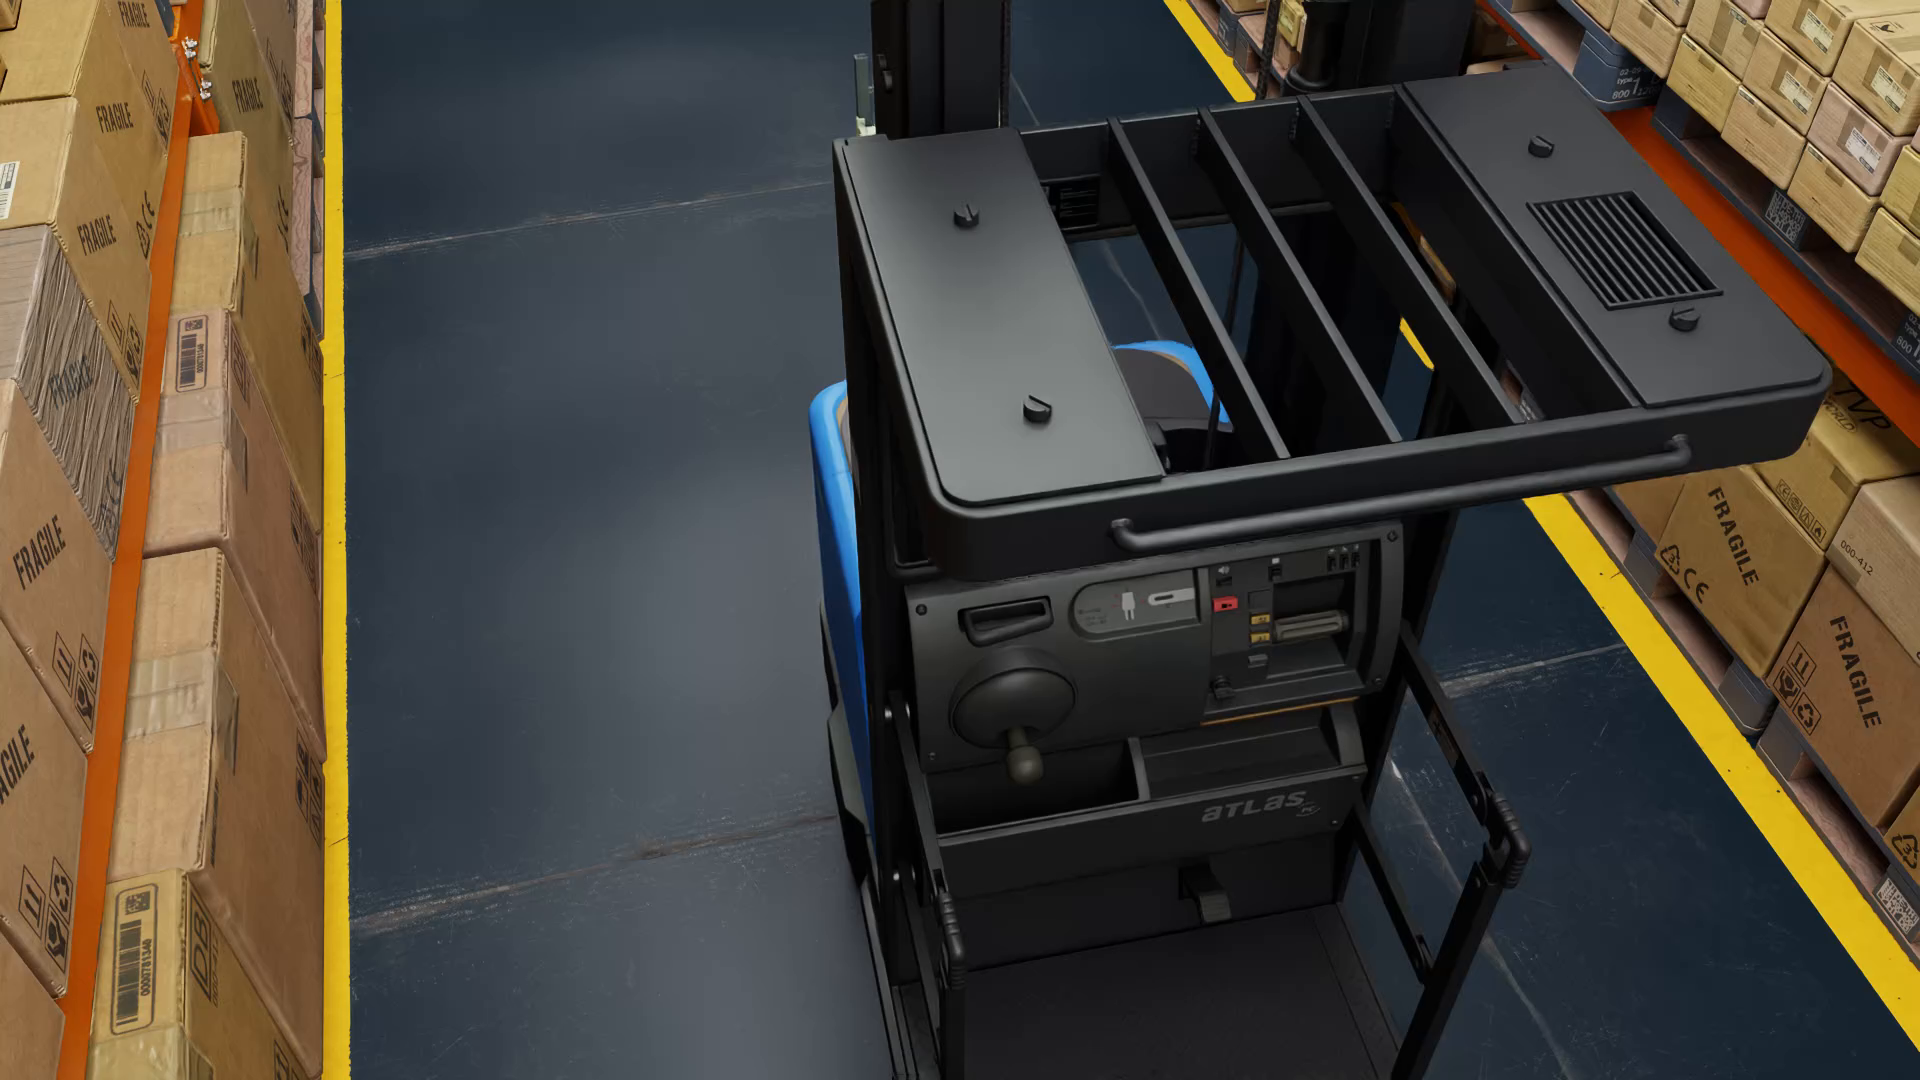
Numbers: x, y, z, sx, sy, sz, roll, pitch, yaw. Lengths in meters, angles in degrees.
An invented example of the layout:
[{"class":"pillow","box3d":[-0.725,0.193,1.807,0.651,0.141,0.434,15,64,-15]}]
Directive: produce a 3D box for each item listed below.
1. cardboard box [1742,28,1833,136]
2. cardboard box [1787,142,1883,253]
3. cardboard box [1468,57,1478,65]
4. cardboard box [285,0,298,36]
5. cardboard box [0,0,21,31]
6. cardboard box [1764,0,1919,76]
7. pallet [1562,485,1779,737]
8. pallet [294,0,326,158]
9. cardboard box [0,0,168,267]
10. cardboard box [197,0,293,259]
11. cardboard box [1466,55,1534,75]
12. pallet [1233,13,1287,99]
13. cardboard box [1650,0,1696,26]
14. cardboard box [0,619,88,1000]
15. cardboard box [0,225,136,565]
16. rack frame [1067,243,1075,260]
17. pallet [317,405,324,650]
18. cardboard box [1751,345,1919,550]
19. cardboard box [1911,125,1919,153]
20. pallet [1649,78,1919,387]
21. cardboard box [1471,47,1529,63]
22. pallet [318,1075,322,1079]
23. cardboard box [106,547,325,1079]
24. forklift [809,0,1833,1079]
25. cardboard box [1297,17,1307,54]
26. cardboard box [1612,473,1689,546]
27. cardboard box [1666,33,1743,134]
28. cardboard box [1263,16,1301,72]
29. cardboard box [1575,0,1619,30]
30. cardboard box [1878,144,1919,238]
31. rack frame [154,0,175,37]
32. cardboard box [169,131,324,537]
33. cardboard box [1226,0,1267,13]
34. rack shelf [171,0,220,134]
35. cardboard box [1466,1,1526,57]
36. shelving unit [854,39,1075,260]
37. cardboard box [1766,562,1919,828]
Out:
[{"class":"cardboard box","box3d":[2.093,-1.101,3.903,0.380,0.149,0.250,-12,47,-11]},{"class":"cardboard box","box3d":[2.165,-0.814,3.830,0.380,0.149,0.250,-9,46,-9]},{"class":"cardboard box","box3d":[2.252,-1.833,6.648,0.380,0.149,0.250,-13,47,-12]},{"class":"cardboard box","box3d":[-3.336,-2.646,6.937,0.875,0.875,0.875,-11,47,-10]},{"class":"cardboard box","box3d":[-2.615,-1.483,3.831,0.797,0.503,0.637,-12,47,-11]},{"class":"cardboard box","box3d":[2.095,-1.207,3.798,0.380,0.149,0.250,-9,46,-9]},{"class":"pallet","box3d":[2.551,-0.017,5.118,1.003,0.211,1.213,-11,47,-10]},{"class":"pallet","box3d":[-3.221,-1.944,7.007,1.003,0.211,1.213,-11,47,-10]},{"class":"cardboard box","box3d":[-2.282,-0.956,4.016,0.500,0.500,0.500,-9,46,-9]},{"class":"cardboard box","box3d":[-2.878,-1.410,5.725,0.875,0.875,0.875,-11,47,-10]},{"class":"cardboard box","box3d":[1.968,-1.350,5.404,0.500,0.250,0.500,-13,47,-12]},{"class":"pallet","box3d":[1.828,-1.855,6.920,1.003,0.211,1.213,-11,47,-10]},{"class":"cardboard box","box3d":[1.964,-1.459,4.253,0.380,0.149,0.250,-9,46,-9]},{"class":"cardboard box","box3d":[-1.758,0.449,2.640,0.500,0.500,0.500,-12,47,-11]},{"class":"cardboard box","box3d":[-2.018,-0.249,3.324,0.500,0.500,0.500,-11,47,-10]},{"class":"rack frame","box3d":[0.086,-0.279,4.473,0.400,1.500,0.023,-10,46,-9]},{"class":"pallet","box3d":[-2.516,-0.042,5.143,1.003,0.211,1.213,-11,47,-10]},{"class":"cardboard box","box3d":[2.375,-0.271,4.347,0.500,0.250,0.500,-10,46,-9]},{"class":"cardboard box","box3d":[2.233,-0.840,3.438,0.380,0.149,0.250,-11,47,-10]},{"class":"pallet","box3d":[2.512,-0.904,4.170,1.003,0.211,1.213,-11,47,-10]},{"class":"cardboard box","box3d":[2.251,-1.936,6.541,0.380,0.149,0.250,-9,46,-8]},{"class":"pallet","box3d":[-1.891,1.643,3.492,1.003,0.211,1.213,-11,47,-10]},{"class":"cardboard box","box3d":[-2.139,0.725,3.633,1.225,0.875,0.875,-11,47,-10]},{"class":"forklift","box3d":[0.414,0.296,2.907,1.130,2.935,3.031,-9,46,-8]},{"class":"cardboard box","box3d":[1.565,-1.971,6.575,0.380,0.149,0.250,-13,47,-12]},{"class":"cardboard box","box3d":[2.252,-0.363,4.962,0.500,0.500,0.500,-10,46,-10]},{"class":"cardboard box","box3d":[2.030,-1.176,4.184,0.380,0.149,0.250,-11,47,-11]},{"class":"cardboard box","box3d":[1.489,-2.097,6.907,0.380,0.149,0.250,-12,47,-12]},{"class":"cardboard box","box3d":[1.891,-1.539,4.540,0.380,0.149,0.250,-10,46,-10]},{"class":"cardboard box","box3d":[2.227,-0.743,3.552,0.380,0.149,0.250,-11,47,-11]},{"class":"rack frame","box3d":[-2.786,-1.537,4.656,1.000,3.000,0.127,-11,47,-10]},{"class":"cardboard box","box3d":[-2.603,-0.502,4.835,1.225,0.875,0.875,-11,47,-10]},{"class":"cardboard box","box3d":[1.340,-2.446,7.249,0.380,0.149,0.250,-11,47,-10]},{"class":"rack shelf","box3d":[-3.298,-2.666,6.266,1.077,0.370,4.000,-11,47,-10]},{"class":"cardboard box","box3d":[2.147,-2.007,6.402,0.380,0.149,0.250,-9,46,-9]},{"class":"shelving unit","box3d":[0.000,-0.533,4.722,0.431,1.500,0.755,-10,46,-9]},{"class":"cardboard box","box3d":[2.508,0.350,4.263,0.500,0.500,0.500,-9,46,-9]}]
